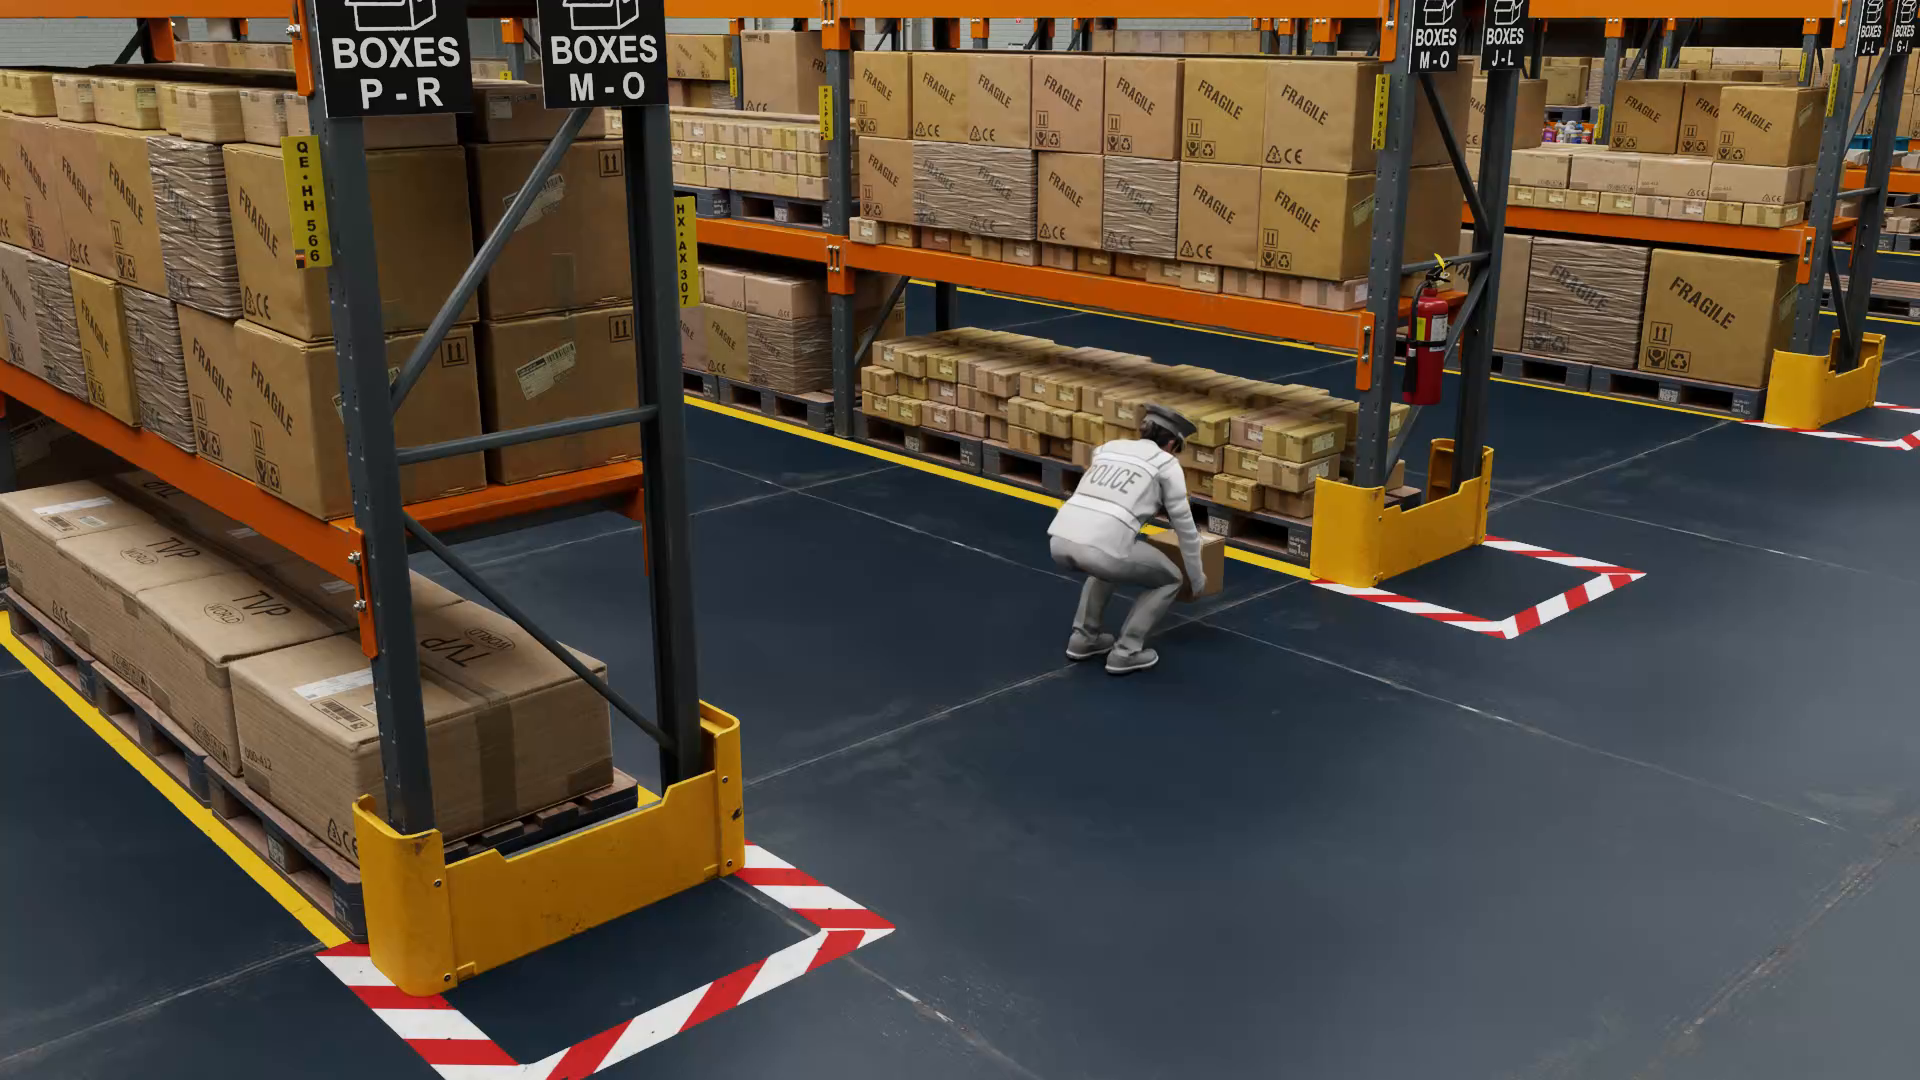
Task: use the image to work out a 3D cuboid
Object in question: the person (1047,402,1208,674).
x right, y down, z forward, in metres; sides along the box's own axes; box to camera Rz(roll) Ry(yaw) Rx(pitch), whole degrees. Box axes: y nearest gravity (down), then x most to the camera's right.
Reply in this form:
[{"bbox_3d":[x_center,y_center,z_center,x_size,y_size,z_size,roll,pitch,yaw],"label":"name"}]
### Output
[{"bbox_3d":[0.705,-0.019,7.110,0.815,1.070,0.505,-16,23,-41],"label":"person"}]
